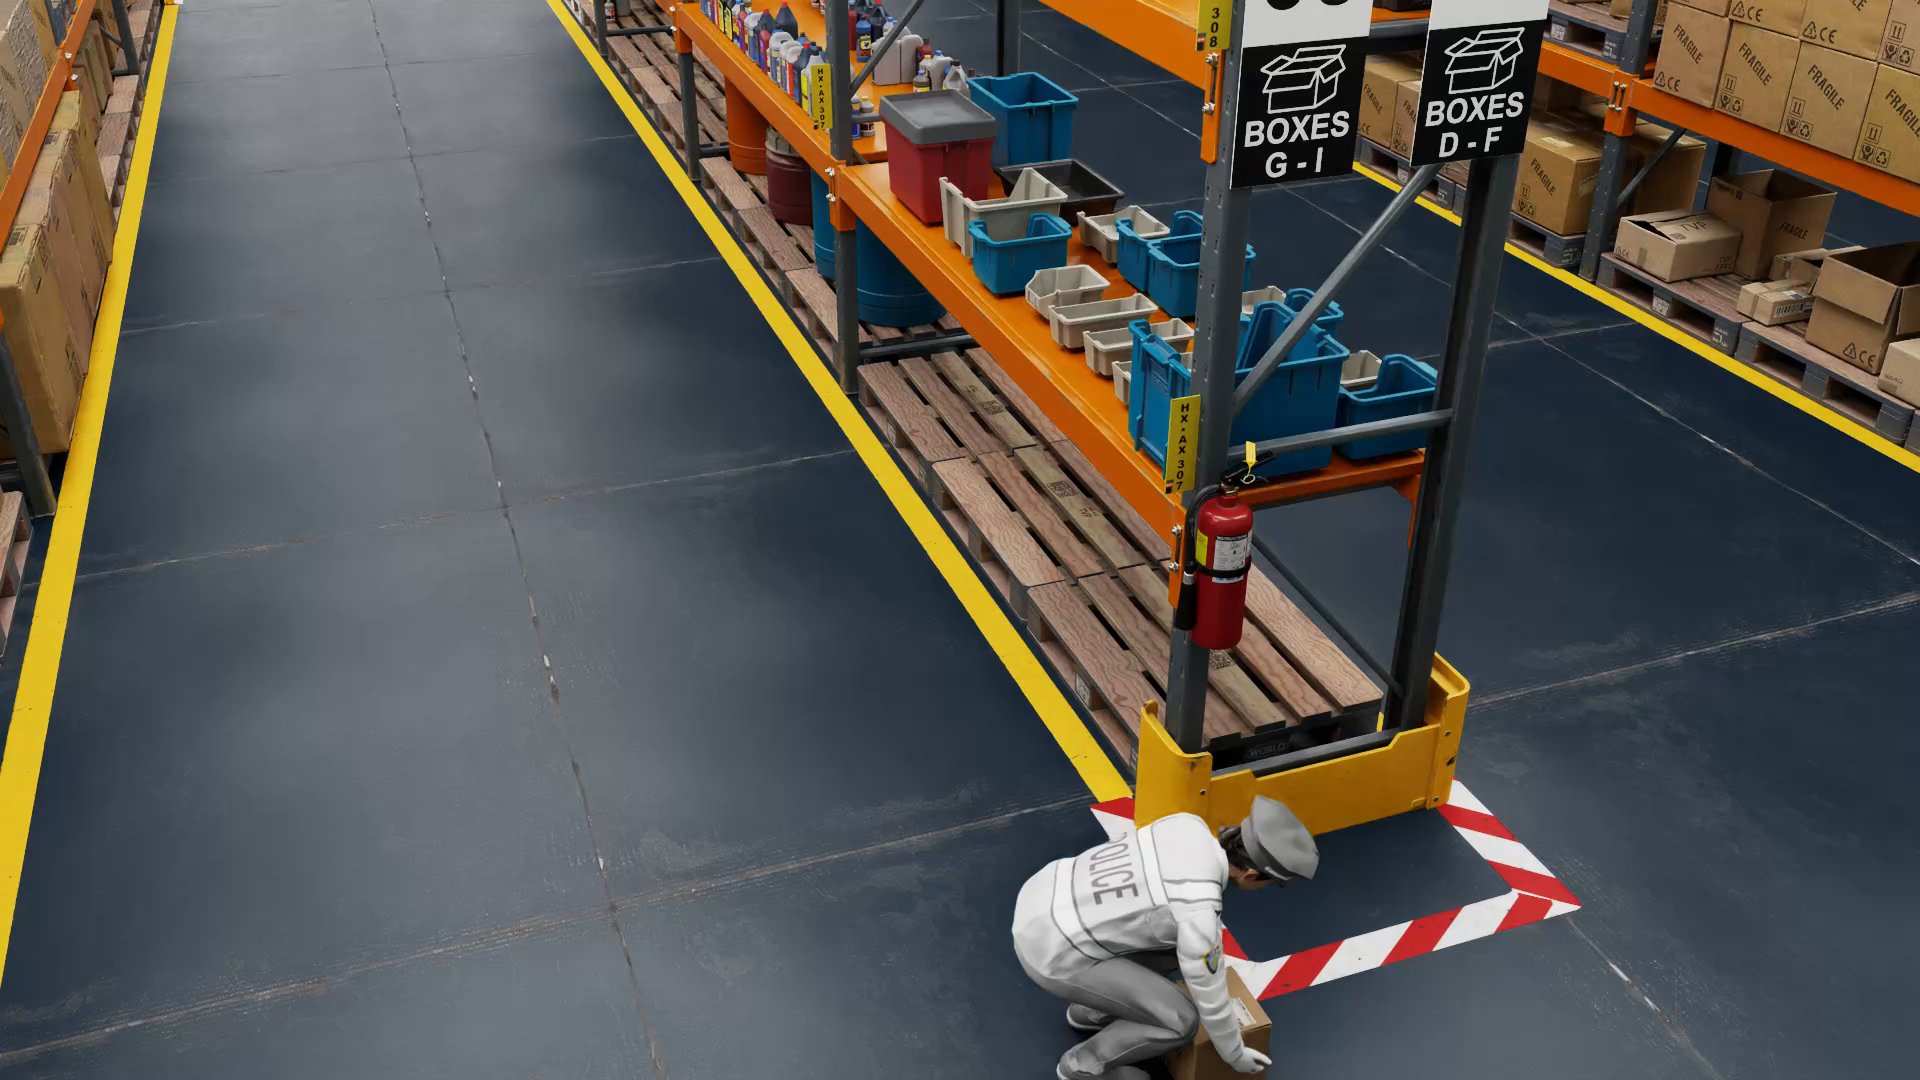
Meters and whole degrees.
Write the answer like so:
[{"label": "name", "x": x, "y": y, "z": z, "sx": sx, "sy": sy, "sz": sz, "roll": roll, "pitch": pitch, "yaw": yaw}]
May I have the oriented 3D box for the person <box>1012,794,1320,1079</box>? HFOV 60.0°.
[{"label": "person", "x": 0.583, "y": 1.158, "z": 4.846, "sx": 0.847, "sy": 0.949, "sz": 0.488, "roll": 5, "pitch": 30, "yaw": 8}]
